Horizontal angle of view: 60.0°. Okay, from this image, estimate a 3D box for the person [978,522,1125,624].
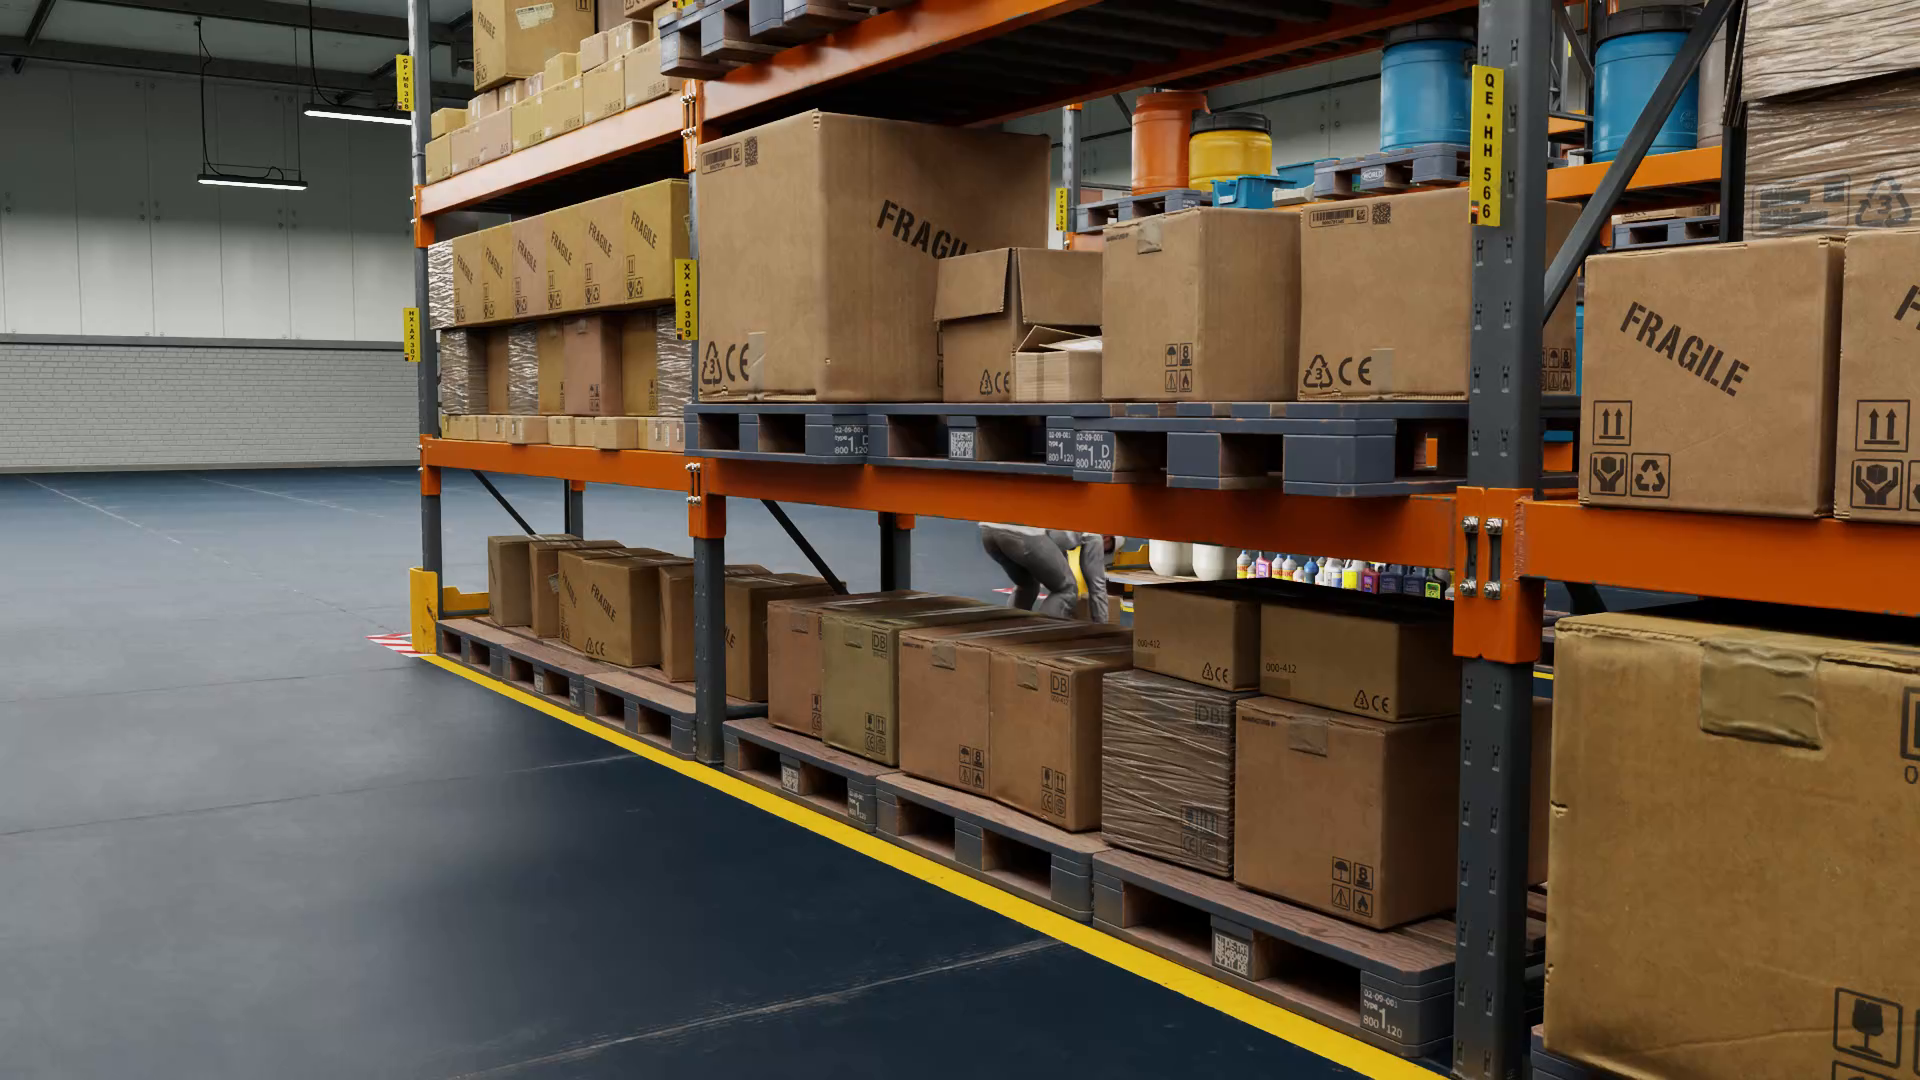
[{"bbox_3d":[0.574,0.201,9.776,1.003,1.028,0.499,-3,6,-36],"label":"person"}]
